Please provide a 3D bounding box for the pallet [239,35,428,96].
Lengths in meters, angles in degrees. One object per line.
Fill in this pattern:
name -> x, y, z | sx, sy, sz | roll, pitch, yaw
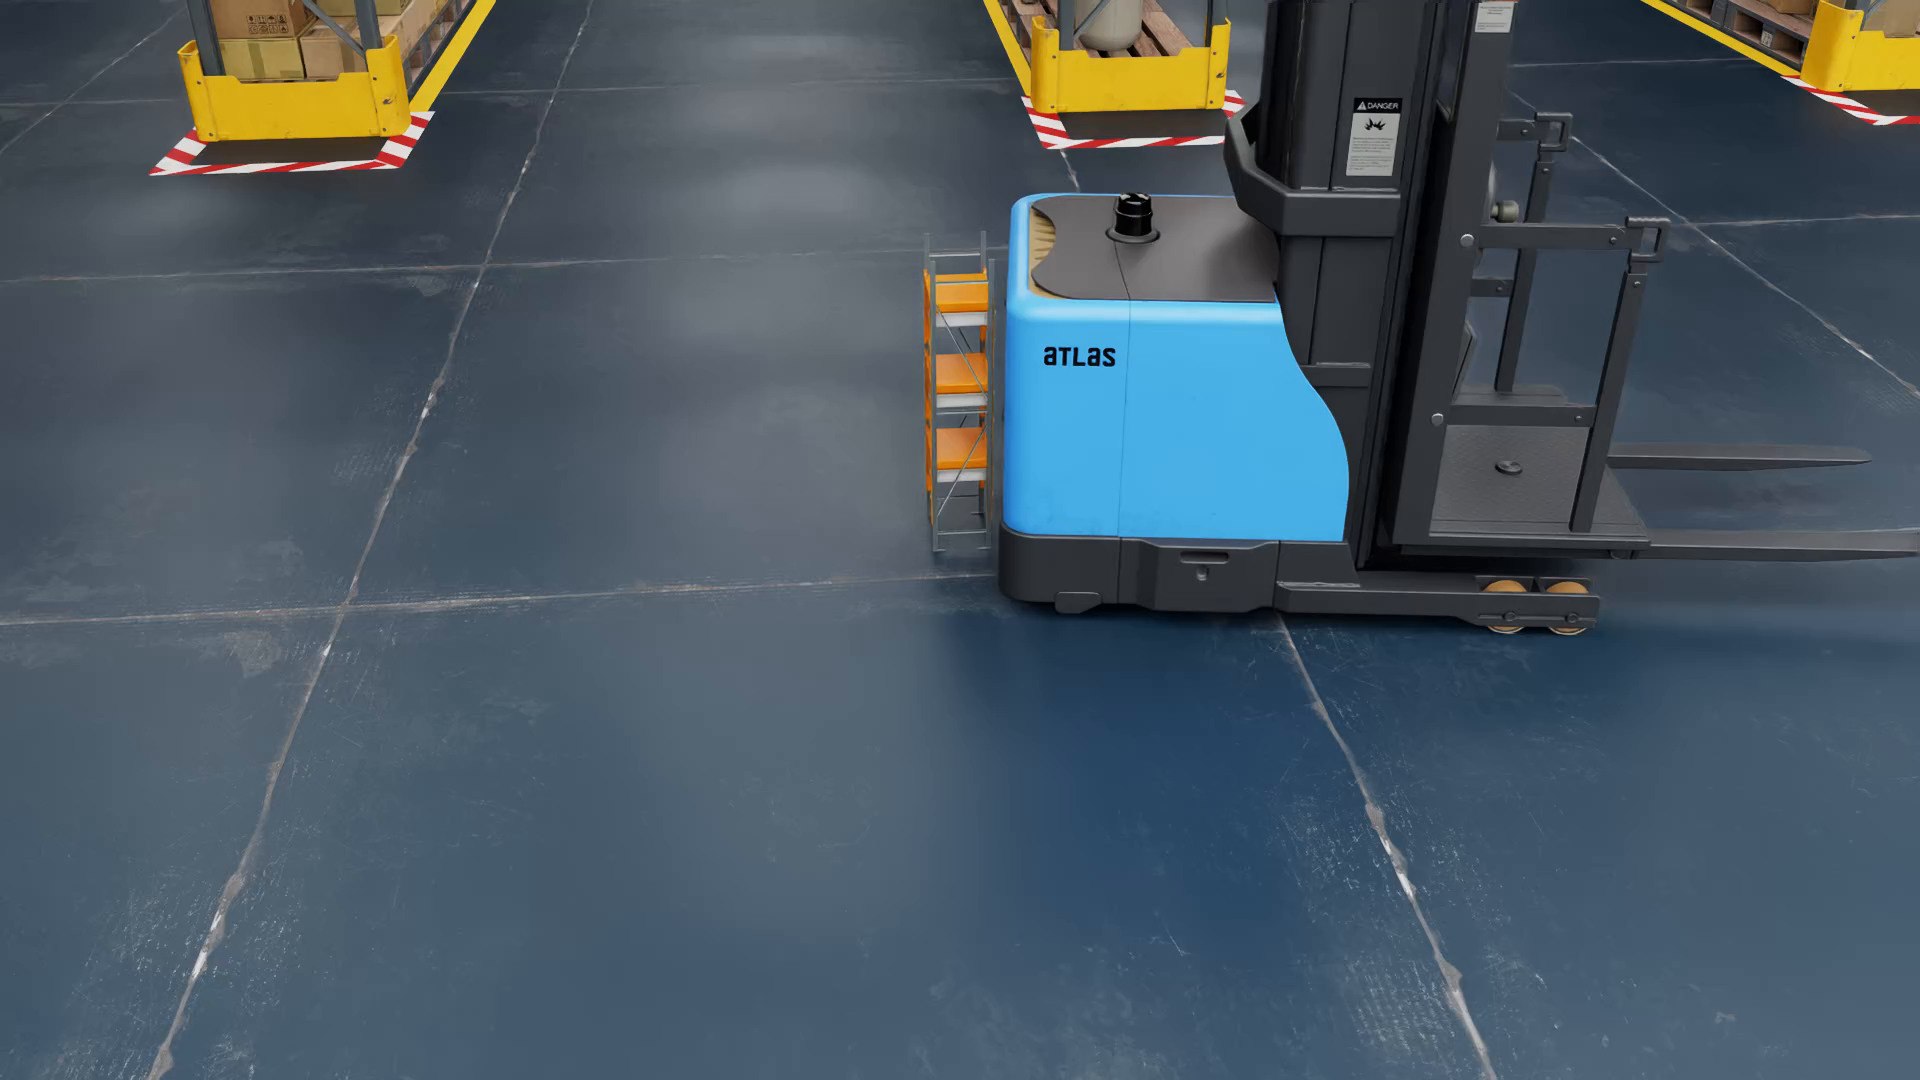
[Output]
pallet -> -3.962, -2.905, 10.408 | 1.003, 0.211, 1.213 | -3, 31, -5

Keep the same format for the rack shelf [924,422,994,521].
rack shelf -> -0.005, -0.230, 5.674 | 0.215, 0.259, 0.240 | -3, 31, -5

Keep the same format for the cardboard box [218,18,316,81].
cardboard box -> -4.193, -2.973, 10.074 | 0.500, 0.250, 0.500 | -3, 31, -5

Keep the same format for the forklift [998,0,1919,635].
forklift -> 1.655, -1.238, 4.965 | 3.031, 2.935, 1.130 | 1, 31, 2

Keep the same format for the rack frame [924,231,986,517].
rack frame -> -0.016, -0.540, 5.631 | 0.200, 1.050, 0.008 | -3, 31, -5

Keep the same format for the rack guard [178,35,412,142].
rack guard -> -3.847, -2.628, 9.663 | 1.175, 0.500, 0.348 | -3, 31, -5

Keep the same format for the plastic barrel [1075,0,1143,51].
plastic barrel -> 0.945, -3.394, 10.523 | 0.421, 0.512, 0.421 | 0, 31, 0

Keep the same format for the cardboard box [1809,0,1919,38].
cardboard box -> 5.972, -3.613, 10.902 | 0.500, 0.500, 0.500 | 3, 31, 5

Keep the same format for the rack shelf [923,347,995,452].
rack shelf -> -0.005, -0.469, 5.532 | 0.215, 0.259, 0.240 | -3, 31, -5

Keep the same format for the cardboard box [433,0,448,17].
cardboard box -> -3.816, -3.764, 11.398 | 0.500, 0.250, 0.500 | -3, 31, -5

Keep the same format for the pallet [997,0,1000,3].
pallet -> 0.730, -4.449, 12.993 | 1.003, 0.211, 1.213 | -3, 31, -5

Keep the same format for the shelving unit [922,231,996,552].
shelving unit -> -0.005, -0.478, 5.527 | 0.215, 1.050, 0.252 | -3, 31, -5

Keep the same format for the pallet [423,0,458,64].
pallet -> -4.073, -3.526, 11.448 | 1.003, 0.211, 1.213 | -3, 31, -5

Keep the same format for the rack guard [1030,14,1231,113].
rack guard -> 1.029, -2.912, 10.138 | 1.175, 0.500, 0.348 | -3, 31, -5

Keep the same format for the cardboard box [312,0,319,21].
cardboard box -> -4.252, -3.228, 10.501 | 0.500, 0.250, 0.500 | -3, 31, -5

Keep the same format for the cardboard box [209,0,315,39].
cardboard box -> -4.196, -3.295, 9.882 | 0.500, 0.500, 0.500 | -3, 31, -5

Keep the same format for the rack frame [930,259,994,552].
rack frame -> 0.006, -0.416, 5.422 | 0.200, 1.050, 0.008 | -3, 31, -5

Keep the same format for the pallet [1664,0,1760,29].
pallet -> 5.856, -4.066, 12.351 | 1.003, 0.211, 1.213 | -3, 31, -5

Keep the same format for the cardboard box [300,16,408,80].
cardboard box -> -3.678, -2.998, 10.116 | 0.500, 0.250, 0.500 | -3, 31, -5

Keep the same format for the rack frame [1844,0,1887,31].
rack frame -> 6.014, -4.186, 9.834 | 1.000, 3.000, 0.127 | -3, 31, -5

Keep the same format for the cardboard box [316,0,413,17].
cardboard box -> -3.726, -3.575, 10.351 | 0.500, 0.500, 0.500 | -3, 31, -5

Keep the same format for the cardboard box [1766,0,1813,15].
cardboard box -> 5.883, -3.917, 11.410 | 0.500, 0.500, 0.500 | 5, 31, 8

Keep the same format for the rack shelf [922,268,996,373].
rack shelf -> -0.005, -0.713, 5.386 | 0.215, 0.259, 0.240 | -3, 31, -5

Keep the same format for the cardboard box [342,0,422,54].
cardboard box -> -3.728, -3.253, 10.543 | 0.500, 0.250, 0.500 | -3, 31, -5

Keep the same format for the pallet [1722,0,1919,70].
pallet -> 5.966, -3.444, 11.311 | 1.003, 0.211, 1.213 | -3, 31, -5

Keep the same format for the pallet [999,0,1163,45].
pallet -> 0.848, -3.825, 11.948 | 1.003, 0.211, 1.213 | -3, 31, -5

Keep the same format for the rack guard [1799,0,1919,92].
rack guard -> 6.007, -3.152, 10.540 | 1.175, 0.500, 0.348 | -3, 31, -5

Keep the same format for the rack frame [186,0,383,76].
rack frame -> -3.849, -3.714, 9.042 | 1.000, 3.000, 0.127 | -3, 31, -5

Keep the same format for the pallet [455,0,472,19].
pallet -> -4.190, -4.151, 12.493 | 1.003, 0.211, 1.213 | -3, 31, -5

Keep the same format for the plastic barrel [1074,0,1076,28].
plastic barrel -> 0.898, -3.650, 10.951 | 0.421, 0.512, 0.421 | 0, 31, 0

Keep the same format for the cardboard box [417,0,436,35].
cardboard box -> -3.774, -3.508, 10.970 | 0.500, 0.250, 0.500 | -3, 31, -5

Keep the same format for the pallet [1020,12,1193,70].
pallet -> 0.958, -3.203, 10.907 | 1.003, 0.211, 1.213 | -3, 31, -5

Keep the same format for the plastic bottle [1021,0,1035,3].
plastic bottle -> 0.475, -3.853, 11.576 | 0.097, 0.201, 0.097 | 0, 31, 0

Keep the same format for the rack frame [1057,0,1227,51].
rack frame -> 1.083, -3.949, 9.436 | 1.000, 3.000, 0.127 | -3, 31, -5
